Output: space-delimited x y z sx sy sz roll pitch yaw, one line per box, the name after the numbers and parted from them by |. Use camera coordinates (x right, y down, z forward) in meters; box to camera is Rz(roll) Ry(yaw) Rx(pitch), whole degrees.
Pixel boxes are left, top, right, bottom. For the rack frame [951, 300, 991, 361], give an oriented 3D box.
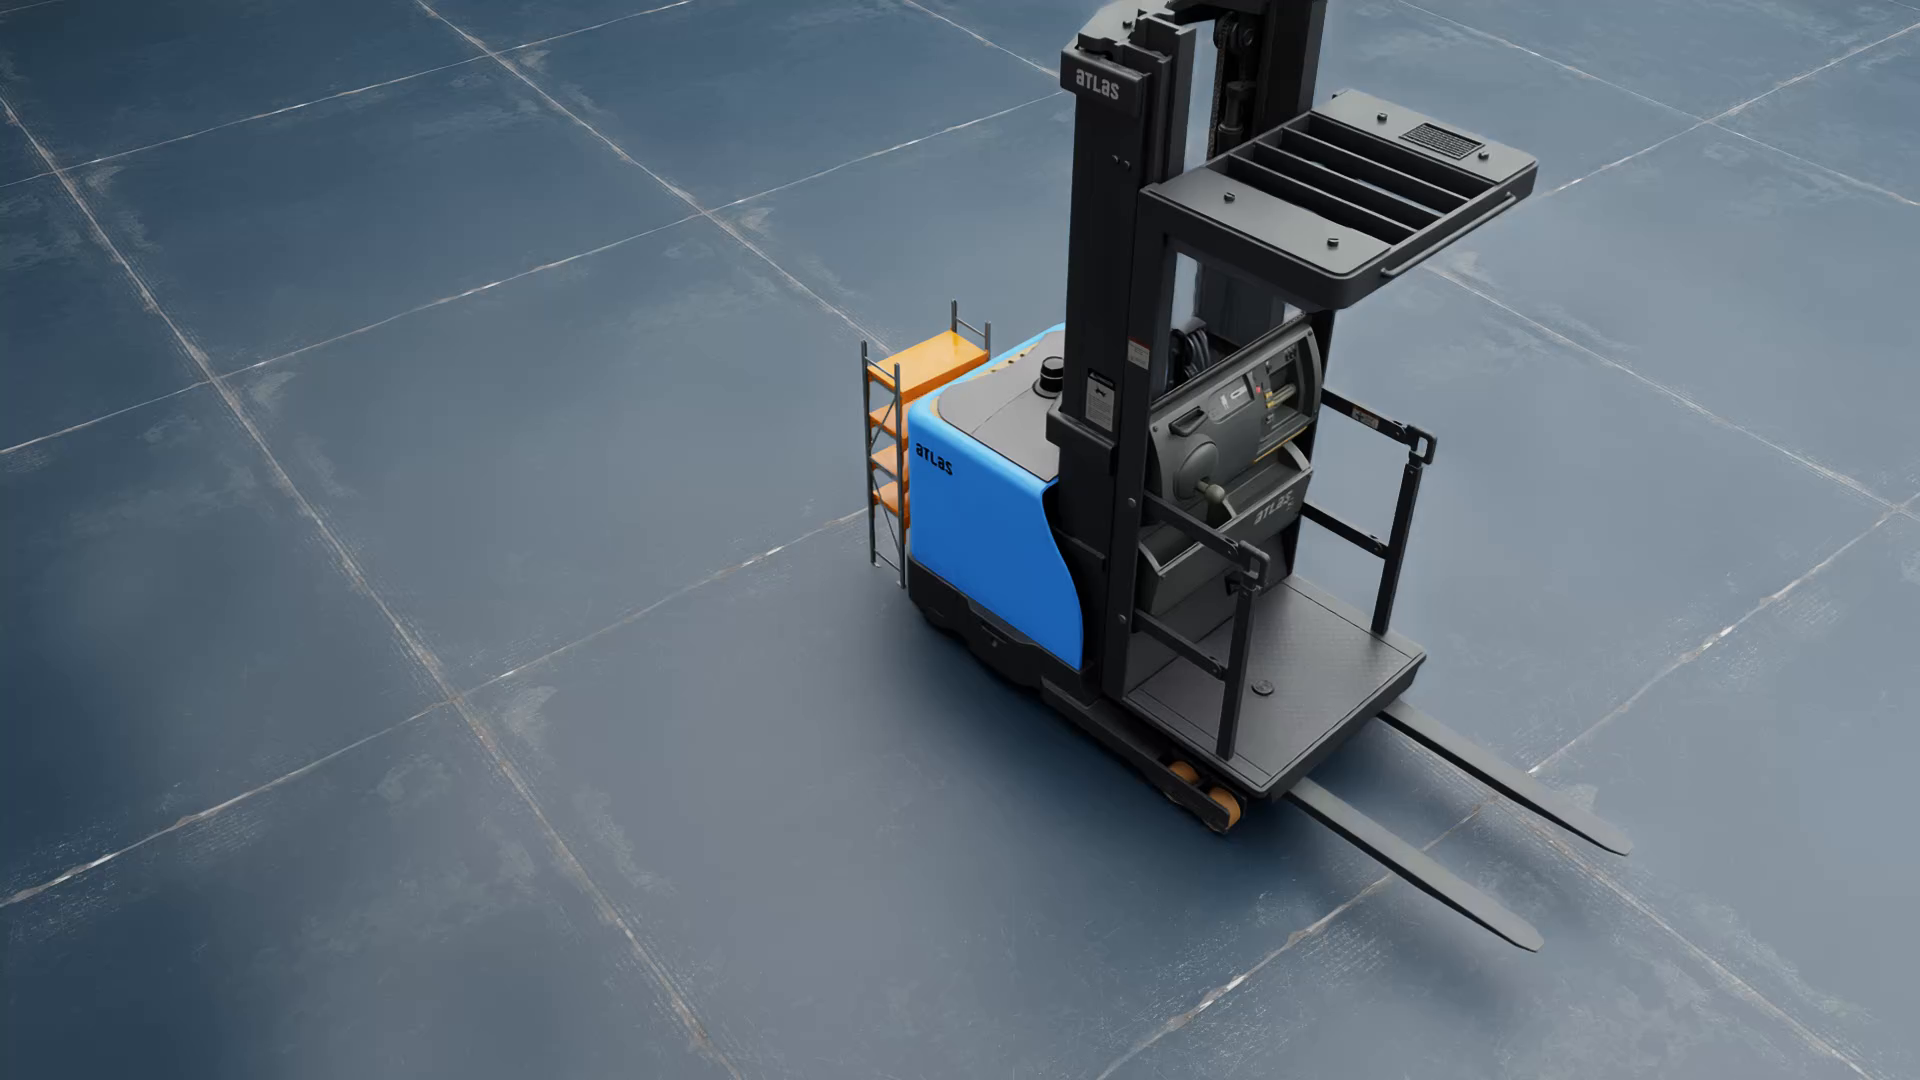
0.046 -0.504 7.419 0.015 1.200 0.240 -28 47 -30 | rack frame

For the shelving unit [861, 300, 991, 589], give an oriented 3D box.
-0.140 -0.404 7.297 0.503 1.200 0.258 -28 47 -30 | shelving unit

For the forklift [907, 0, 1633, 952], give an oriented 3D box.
1.156 -0.389 5.913 1.130 2.935 3.031 -32 49 -33 | forklift

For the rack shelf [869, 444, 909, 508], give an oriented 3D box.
-0.140 -0.352 7.339 0.480 0.148 0.258 -28 47 -30 | rack shelf

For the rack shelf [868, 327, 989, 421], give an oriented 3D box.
-0.140 -0.708 7.048 0.480 0.148 0.258 -28 47 -30 | rack shelf

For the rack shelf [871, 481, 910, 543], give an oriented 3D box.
-0.140 -0.199 7.465 0.480 0.148 0.258 -28 47 -30 | rack shelf

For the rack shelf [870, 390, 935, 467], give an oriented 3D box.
-0.140 -0.525 7.198 0.480 0.148 0.258 -28 47 -30 | rack shelf

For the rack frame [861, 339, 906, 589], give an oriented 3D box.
-0.326 -0.304 7.175 0.015 1.200 0.240 -28 47 -30 | rack frame
